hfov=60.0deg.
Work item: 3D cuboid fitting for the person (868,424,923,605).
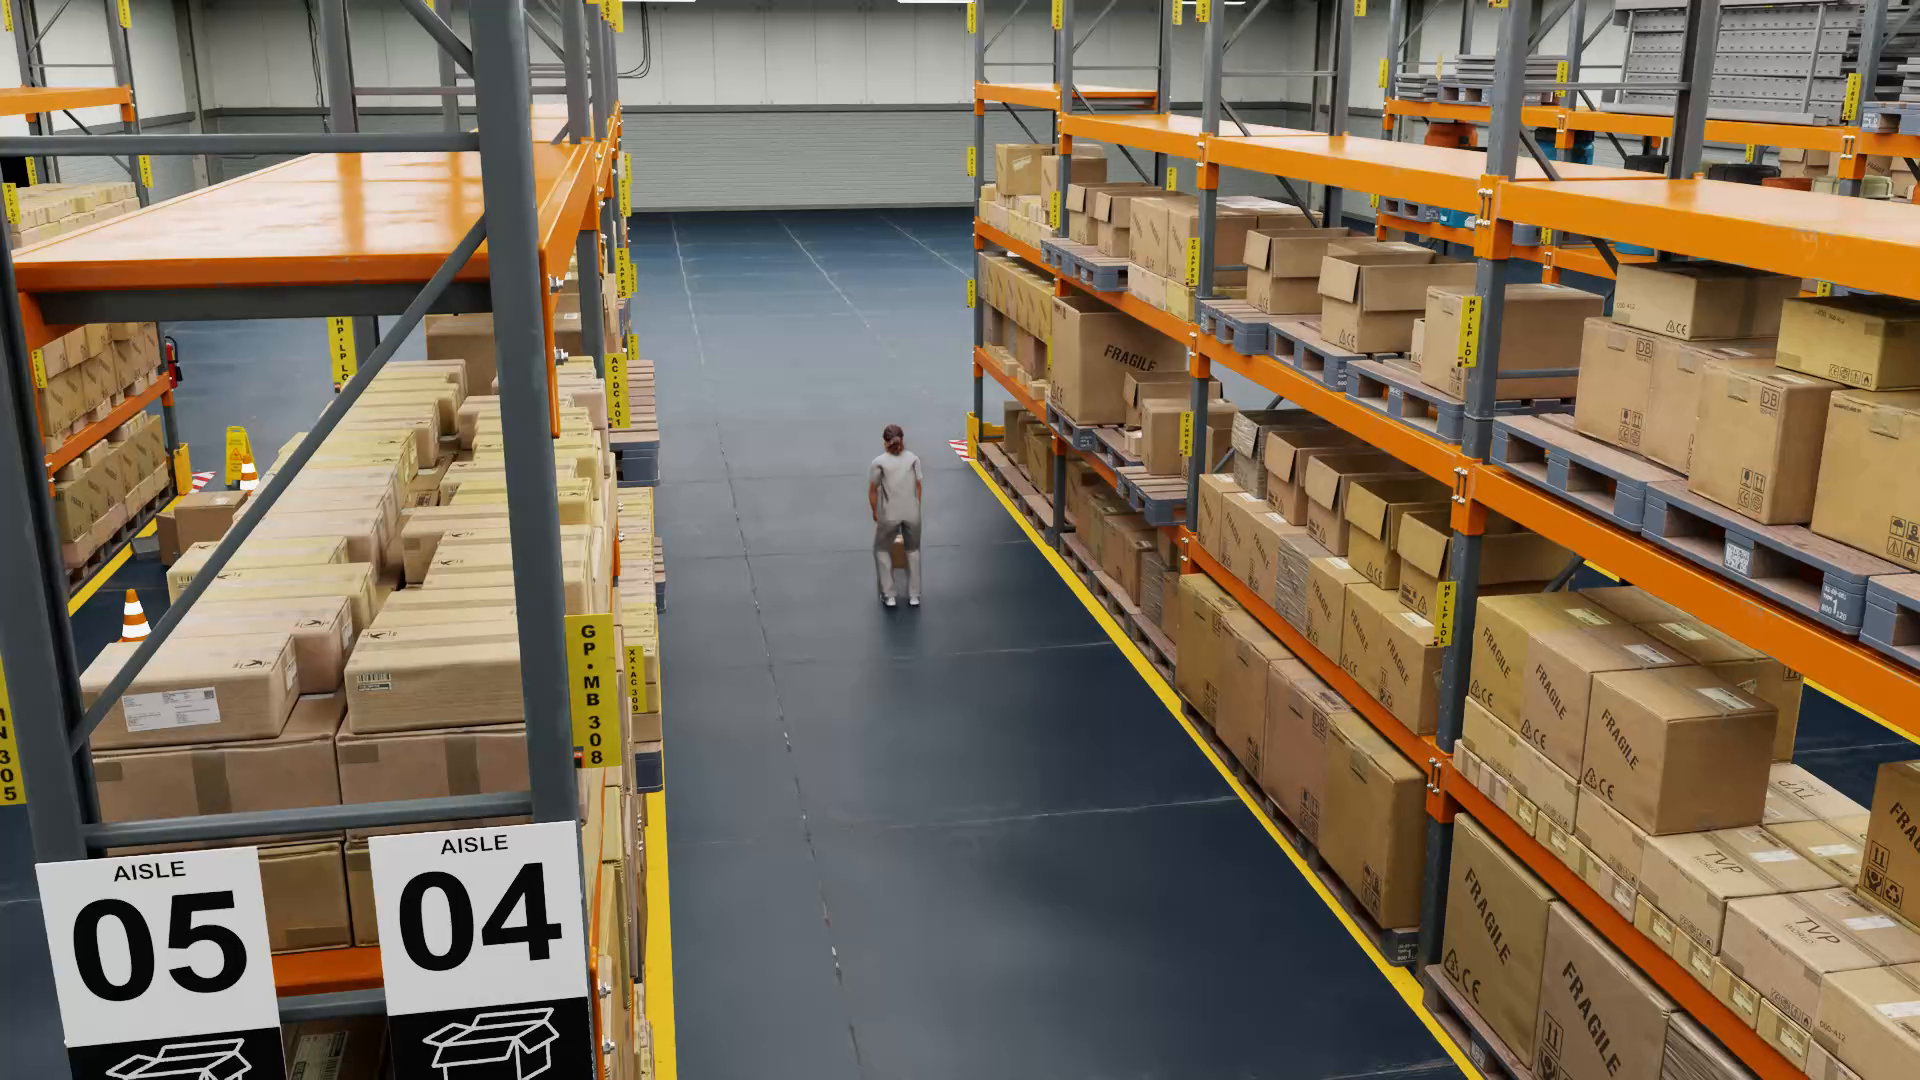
[{"bbox_3d":[-0.557,-0.211,14.450,0.475,1.573,0.464,-3,17,-9],"label":"person"}]
